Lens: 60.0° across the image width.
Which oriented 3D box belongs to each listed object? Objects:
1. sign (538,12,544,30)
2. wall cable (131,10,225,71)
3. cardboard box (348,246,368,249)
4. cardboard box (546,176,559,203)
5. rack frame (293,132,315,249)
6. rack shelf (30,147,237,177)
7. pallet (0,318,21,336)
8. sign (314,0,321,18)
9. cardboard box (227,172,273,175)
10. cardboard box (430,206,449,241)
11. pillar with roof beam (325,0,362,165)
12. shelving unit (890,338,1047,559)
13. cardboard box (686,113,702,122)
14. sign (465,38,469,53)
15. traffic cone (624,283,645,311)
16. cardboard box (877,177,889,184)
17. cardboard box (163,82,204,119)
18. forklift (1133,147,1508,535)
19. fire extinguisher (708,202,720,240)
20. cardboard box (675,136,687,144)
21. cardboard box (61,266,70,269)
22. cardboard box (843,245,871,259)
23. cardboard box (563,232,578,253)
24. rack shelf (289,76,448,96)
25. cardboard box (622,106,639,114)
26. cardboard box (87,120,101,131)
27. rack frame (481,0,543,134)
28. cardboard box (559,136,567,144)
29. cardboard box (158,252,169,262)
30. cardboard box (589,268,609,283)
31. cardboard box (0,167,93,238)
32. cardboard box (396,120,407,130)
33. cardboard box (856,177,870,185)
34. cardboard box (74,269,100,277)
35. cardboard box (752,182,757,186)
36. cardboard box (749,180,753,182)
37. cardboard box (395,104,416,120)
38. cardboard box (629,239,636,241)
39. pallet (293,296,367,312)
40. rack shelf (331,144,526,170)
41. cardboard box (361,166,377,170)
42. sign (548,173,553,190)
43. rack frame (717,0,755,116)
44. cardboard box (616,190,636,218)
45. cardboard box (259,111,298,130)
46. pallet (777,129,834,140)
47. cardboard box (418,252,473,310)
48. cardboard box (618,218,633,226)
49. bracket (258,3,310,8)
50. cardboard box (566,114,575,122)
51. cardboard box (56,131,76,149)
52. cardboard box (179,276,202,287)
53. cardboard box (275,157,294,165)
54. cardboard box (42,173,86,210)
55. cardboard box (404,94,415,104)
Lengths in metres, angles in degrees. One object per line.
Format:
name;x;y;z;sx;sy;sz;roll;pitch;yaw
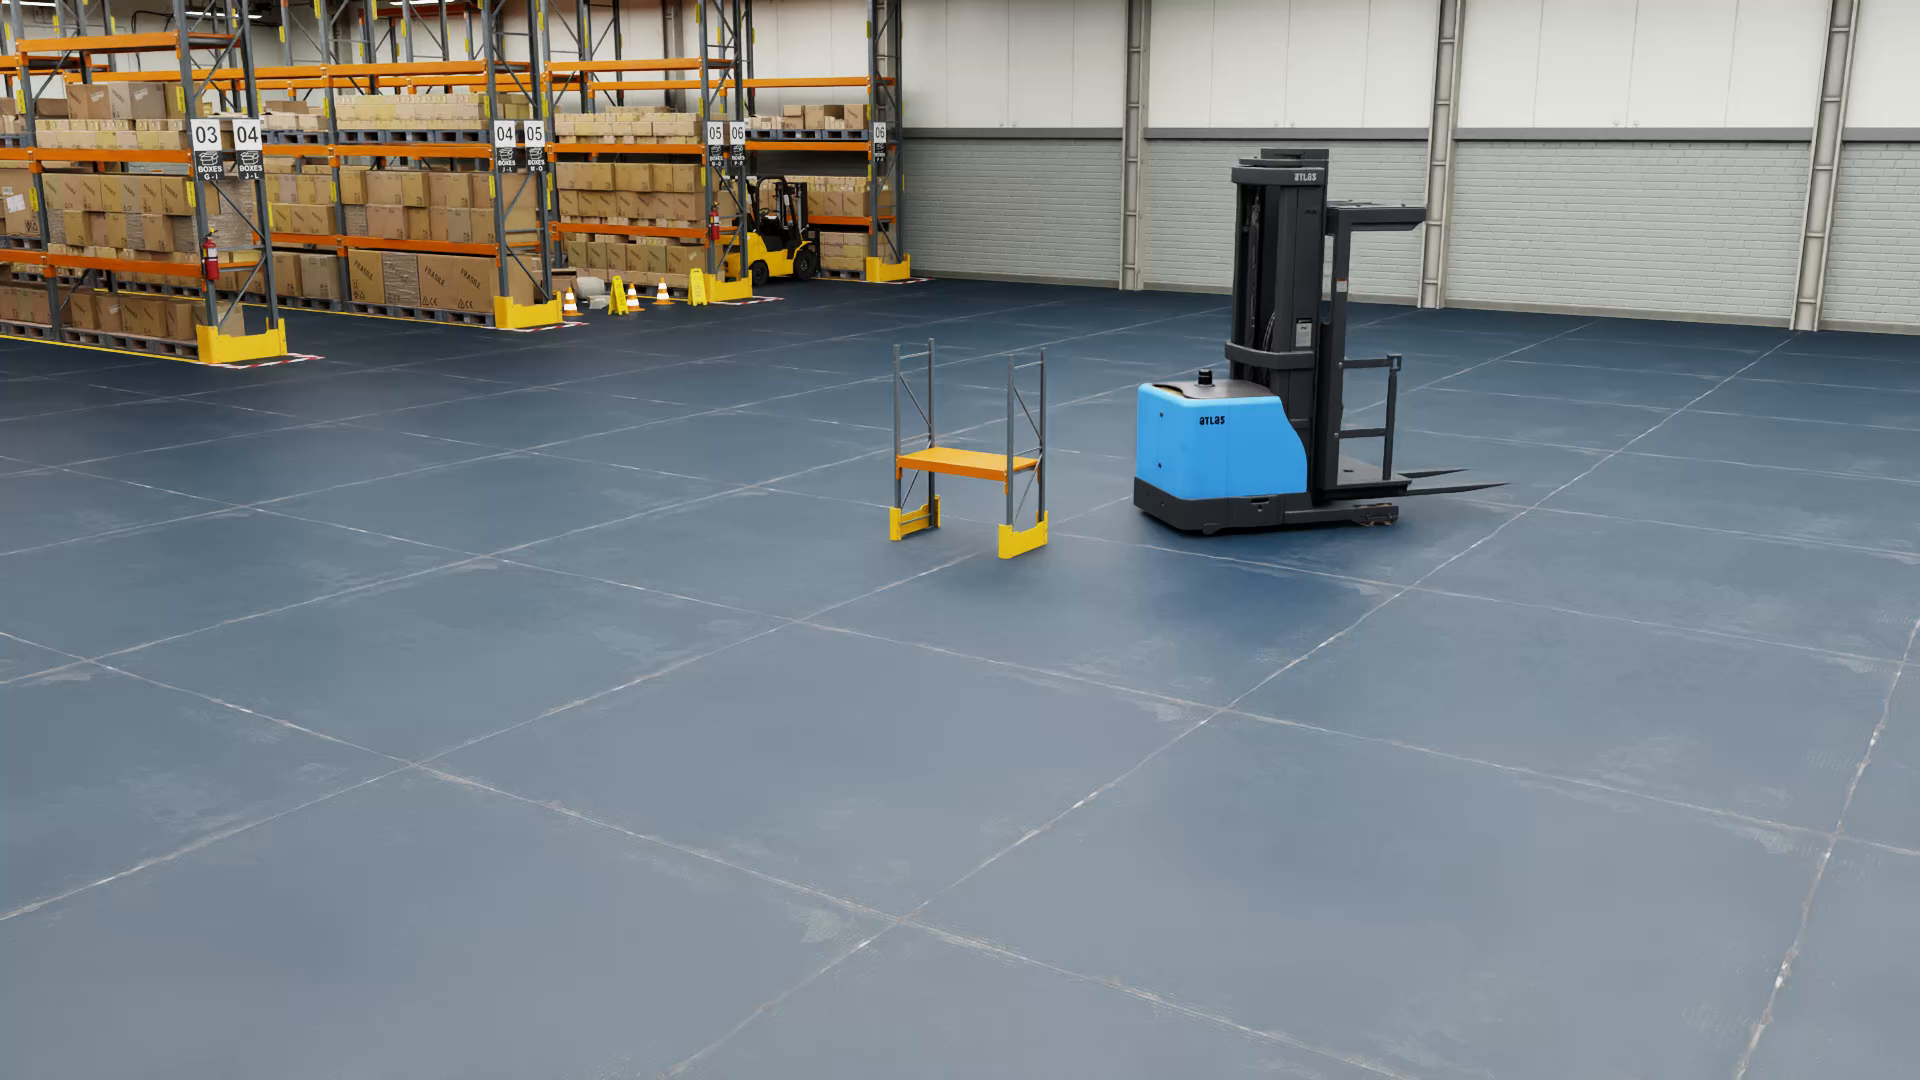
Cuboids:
sign;-7.915;-9.800;31.411;0.005;0.325;0.100;9;17;33
wall cable;-20.437;-12.415;44.172;0.133;3.039;2.988;9;17;33
cardboard box;-12.936;-6.528;36.498;0.875;0.875;0.875;10;17;34
cardboard box;-8.122;-6.882;32.681;0.500;0.500;0.500;9;16;32
rack frame;-14.249;-7.542;37.048;0.127;3.000;1.000;9;17;33
rack shelf;-11.482;-5.332;23.374;4.000;0.370;1.077;9;17;33
pallet;-14.805;-3.407;26.148;1.213;0.211;1.003;9;17;33
sign;-10.582;-8.763;27.386;0.005;0.325;0.100;9;17;33
cardboard box;-12.821;-6.409;30.183;0.500;0.500;0.700;9;16;32
cardboard box;-8.166;-5.215;27.336;0.550;0.550;0.875;9;17;33
pillar with roof beam;-18.938;-11.664;41.213;0.548;9.000;9.100;9;17;33
shelving unit;0.063;-0.718;12.602;1.083;1.500;0.587;9;17;33
cardboard box;-4.737;-7.640;30.066;0.250;0.149;0.380;9;17;33
sign;-11.800;-11.830;39.778;0.005;0.325;0.100;9;17;33
traffic cone;-5.706;-4.235;28.967;0.334;0.463;0.336;9;17;33
cardboard box;-1.684;-7.518;34.775;0.250;0.149;0.380;9;16;32
cardboard box;-10.903;-6.101;23.118;0.500;0.500;0.500;9;17;33
forklift;3.005;-1.648;13.379;3.031;2.935;1.130;-4;15;-16
fire extinguisher;-4.454;-5.788;30.123;0.183;0.674;0.296;9;17;33
cardboard box;-4.968;-7.286;30.293;0.250;0.149;0.380;9;17;33
cardboard box;-17.830;-5.551;33.445;0.250;0.149;0.380;9;16;31
cardboard box;-2.103;-6.038;34.779;0.500;0.250;0.500;9;16;32
cardboard box;-9.043;-7.069;39.466;0.500;0.500;0.500;9;16;32
rack shelf;-12.589;-9.643;35.378;4.000;0.370;1.077;9;17;33
cardboard box;-7.223;-9.559;37.664;0.500;0.500;0.700;9;16;32
cardboard box;-11.941;-5.798;23.241;0.250;0.149;0.380;9;16;32
rack frame;-6.970;-7.844;25.784;0.127;3.000;1.000;9;17;33
cardboard box;-7.487;-7.712;32.013;0.250;0.149;0.380;9;16;32
cardboard box;-10.816;-3.925;22.961;0.250;0.149;0.380;9;17;33
cardboard box;-6.822;-5.136;32.176;0.500;0.250;0.500;10;17;36
cardboard box;-13.722;-5.123;25.152;1.000;1.000;1.000;9;17;33
cardboard box;-8.915;-6.734;26.984;0.250;0.149;0.380;9;17;34
cardboard box;-1.939;-7.437;34.445;0.250;0.149;0.380;9;17;33
cardboard box;-17.443;-5.346;33.236;0.250;0.149;0.380;9;17;34
cardboard box;-4.278;-7.664;35.982;0.250;0.149;0.380;9;17;33
cardboard box;-4.467;-7.852;36.122;0.250;0.149;0.380;9;17;34
cardboard box;-8.781;-6.925;26.922;0.500;0.250;0.500;9;17;33
cardboard box;-6.547;-5.609;32.525;0.500;0.500;0.500;10;17;34
pallet;-10.972;-4.203;29.364;1.213;0.211;1.003;9;17;33
rack shelf;-8.630;-6.307;27.315;4.000;0.370;1.077;9;17;33
cardboard box;-12.343;-7.692;35.364;0.500;0.500;0.500;9;17;33
sign;-7.917;-6.920;32.126;0.005;0.325;0.100;9;17;33
rack frame;-4.843;-10.371;35.993;0.127;3.000;1.000;9;17;33
cardboard box;-6.132;-6.351;31.410;0.500;0.500;0.500;9;17;33
cardboard box;-11.866;-7.325;29.032;0.500;0.311;0.500;8;16;31
pallet;-3.113;-8.599;35.261;1.213;0.211;1.003;9;17;33
cardboard box;-8.301;-4.300;27.499;0.875;0.875;0.875;9;16;32
cardboard box;-6.247;-6.039;31.500;0.250;0.149;0.380;9;17;33
bracket;-19.396;-14.629;45.701;5.218;0.066;0.076;9;17;33
cardboard box;-7.299;-8.054;31.737;0.250;0.149;0.380;10;17;34
cardboard box;-12.469;-5.695;23.657;0.500;0.250;0.500;9;17;32
cardboard box;-14.300;-5.032;31.235;0.500;0.500;0.500;9;17;33
cardboard box;-15.041;-8.461;37.121;0.250;0.149;0.380;9;17;33
cardboard box;-12.910;-5.060;24.115;0.500;0.500;0.500;9;17;33
cardboard box;-8.705;-7.088;26.752;0.250;0.149;0.380;9;17;33
